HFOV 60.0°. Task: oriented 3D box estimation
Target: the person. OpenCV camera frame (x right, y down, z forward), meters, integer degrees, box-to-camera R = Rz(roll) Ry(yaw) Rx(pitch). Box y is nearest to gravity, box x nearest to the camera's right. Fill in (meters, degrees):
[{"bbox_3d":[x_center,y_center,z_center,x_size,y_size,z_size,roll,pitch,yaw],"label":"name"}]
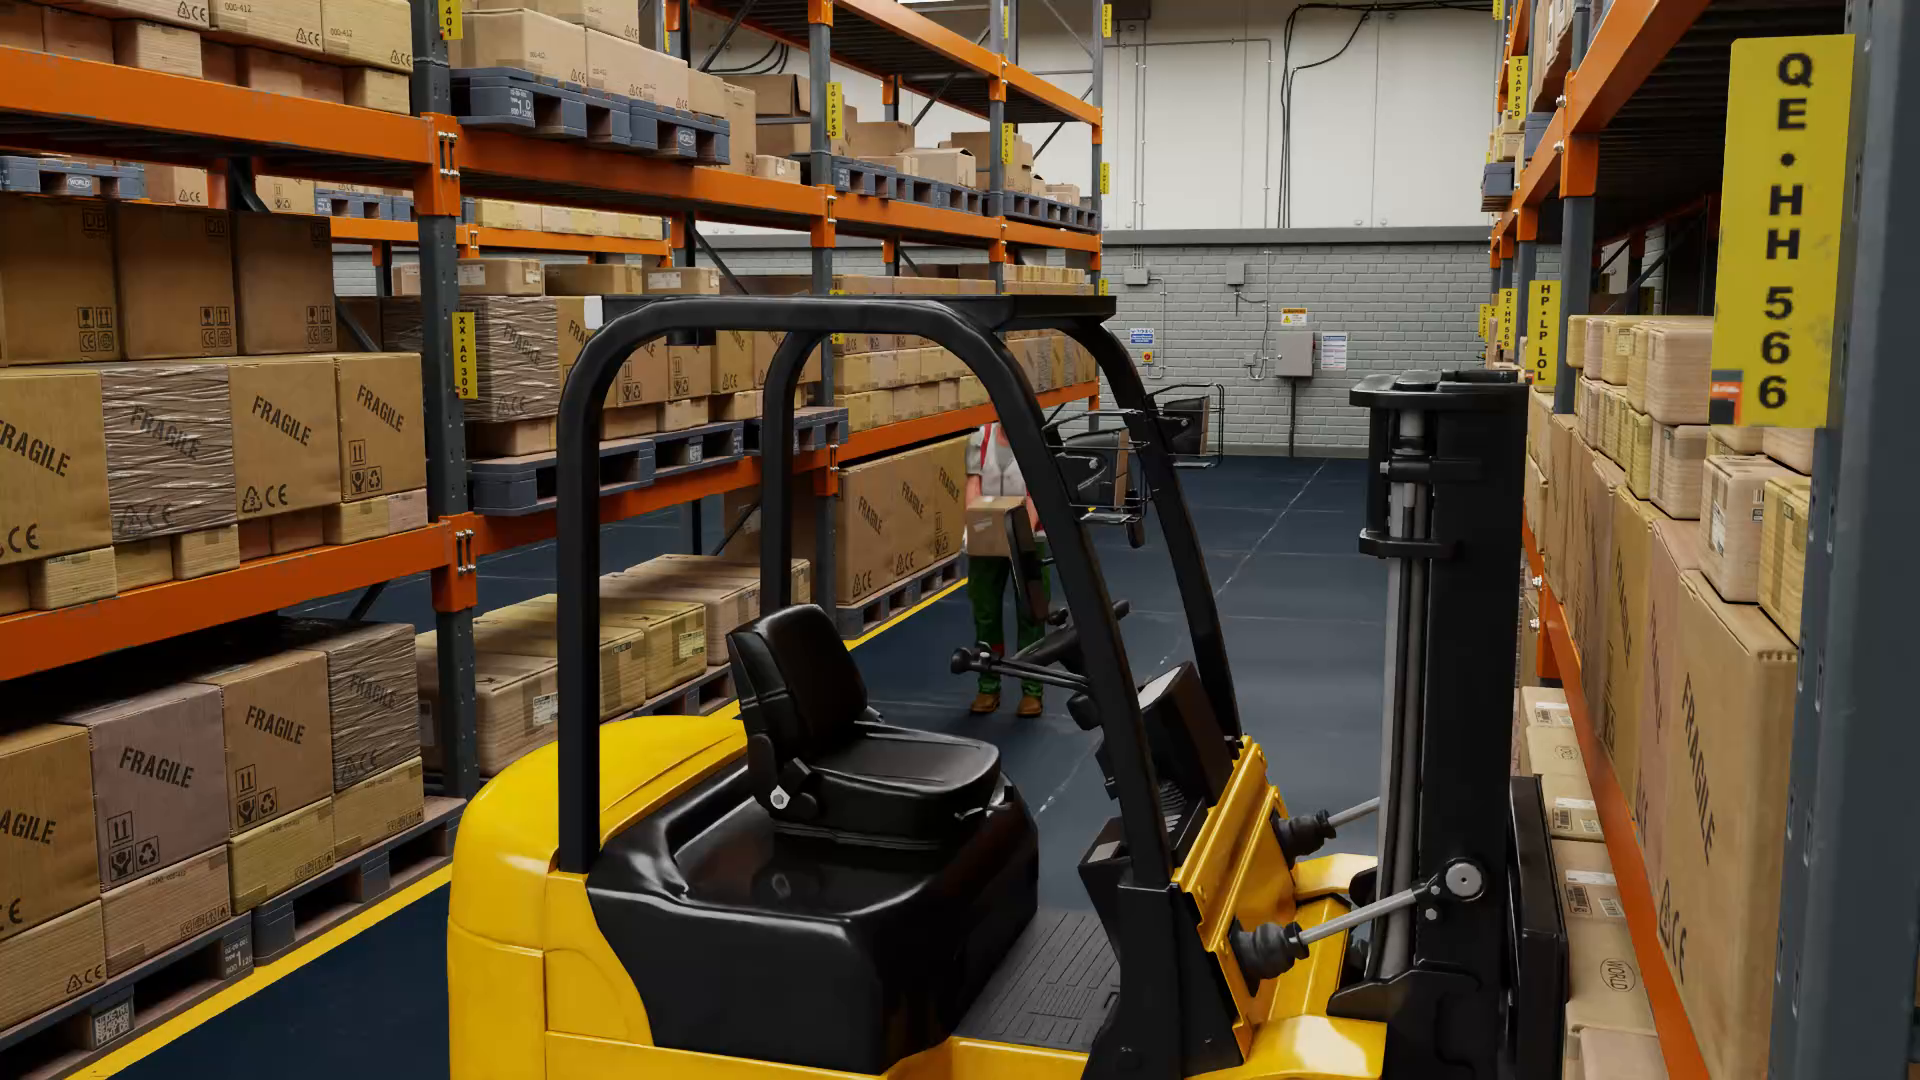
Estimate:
[{"bbox_3d":[0.248,0.026,8.577,0.495,1.784,0.560,2,9,15],"label":"person"}]
